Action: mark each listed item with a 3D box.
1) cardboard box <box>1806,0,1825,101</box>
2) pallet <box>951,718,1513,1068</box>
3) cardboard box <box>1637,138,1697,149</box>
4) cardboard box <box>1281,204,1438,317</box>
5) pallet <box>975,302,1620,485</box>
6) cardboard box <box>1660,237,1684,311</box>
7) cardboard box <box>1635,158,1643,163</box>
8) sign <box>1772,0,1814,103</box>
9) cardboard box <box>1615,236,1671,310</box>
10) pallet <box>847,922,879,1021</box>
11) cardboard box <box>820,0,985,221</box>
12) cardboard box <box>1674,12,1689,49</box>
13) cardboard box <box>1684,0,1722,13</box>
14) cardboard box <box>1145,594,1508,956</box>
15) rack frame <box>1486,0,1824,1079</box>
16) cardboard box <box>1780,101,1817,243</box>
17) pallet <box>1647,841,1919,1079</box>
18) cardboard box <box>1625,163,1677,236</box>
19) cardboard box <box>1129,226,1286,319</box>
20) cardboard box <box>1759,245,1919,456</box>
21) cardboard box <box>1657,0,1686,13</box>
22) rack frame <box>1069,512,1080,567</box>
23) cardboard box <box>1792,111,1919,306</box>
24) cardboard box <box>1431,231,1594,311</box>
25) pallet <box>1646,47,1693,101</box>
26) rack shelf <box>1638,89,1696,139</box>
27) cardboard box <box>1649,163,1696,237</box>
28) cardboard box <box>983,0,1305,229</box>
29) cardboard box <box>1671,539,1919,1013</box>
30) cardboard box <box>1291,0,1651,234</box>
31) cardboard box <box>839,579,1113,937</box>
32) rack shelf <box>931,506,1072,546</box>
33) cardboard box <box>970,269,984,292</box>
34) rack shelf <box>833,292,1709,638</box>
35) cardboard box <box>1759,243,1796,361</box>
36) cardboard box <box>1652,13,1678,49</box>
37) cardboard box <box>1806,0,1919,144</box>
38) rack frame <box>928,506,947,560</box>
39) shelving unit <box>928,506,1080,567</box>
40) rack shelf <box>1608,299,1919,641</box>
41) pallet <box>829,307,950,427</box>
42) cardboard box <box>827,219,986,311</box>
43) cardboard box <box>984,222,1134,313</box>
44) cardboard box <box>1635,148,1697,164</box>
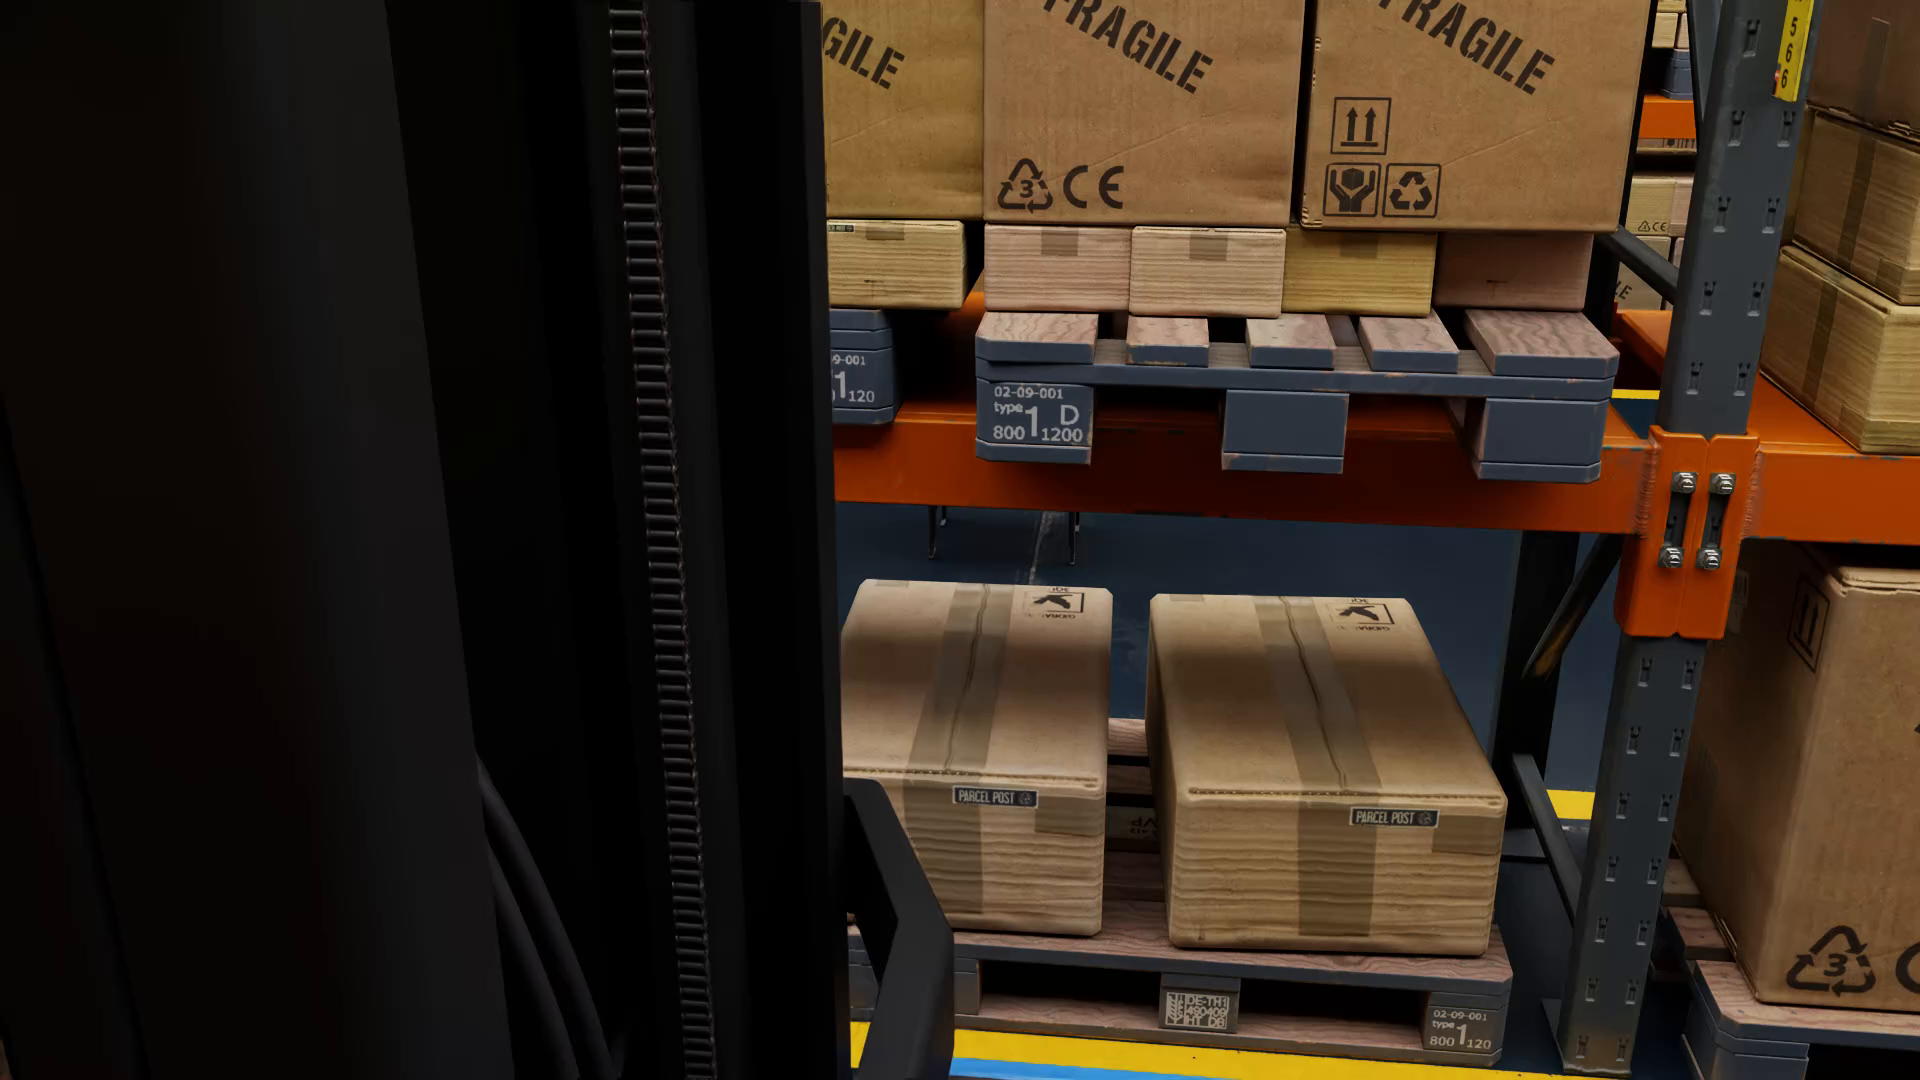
[{"bbox_3d":[1.855,-1.107,3.163,0.500,0.500,0.500,2,22,5],"label":"cardboard box"},{"bbox_3d":[0.535,0.740,3.780,1.213,0.211,1.003,2,22,6],"label":"pallet"},{"bbox_3d":[4.924,-3.233,12.356,0.875,0.875,1.225,2,22,4],"label":"cardboard box"},{"bbox_3d":[0.683,-0.514,2.930,0.250,0.149,0.380,3,22,7],"label":"cardboard box"},{"bbox_3d":[0.591,-0.425,3.195,1.003,0.211,1.213,2,22,6],"label":"pallet"},{"bbox_3d":[3.476,-1.202,7.728,0.500,0.500,0.500,2,22,5],"label":"cardboard box"},{"bbox_3d":[3.006,-1.763,8.129,0.500,0.250,0.500,3,22,7],"label":"cardboard box"},{"bbox_3d":[1.257,-0.825,2.480,0.005,0.325,0.100,2,22,6],"label":"sign"},{"bbox_3d":[2.965,-1.222,7.780,0.500,0.500,0.500,3,22,7],"label":"cardboard box"},{"bbox_3d":[-0.673,0.687,3.916,1.213,0.211,1.003,2,22,6],"label":"pallet"},{"bbox_3d":[-0.189,-0.860,2.923,0.500,0.500,0.500,1,22,3],"label":"cardboard box"},{"bbox_3d":[3.281,-2.274,7.383,0.250,0.149,0.380,3,22,8],"label":"cardboard box"},{"bbox_3d":[3.282,-2.413,7.329,0.250,0.149,0.380,3,22,6],"label":"cardboard box"},{"bbox_3d":[0.751,0.477,3.657,0.625,0.372,0.950,1,22,3],"label":"cardboard box"},{"bbox_3d":[1.311,-0.522,3.180,0.127,3.000,1.000,2,22,6],"label":"rack frame"},{"bbox_3d":[1.822,-0.756,3.297,0.500,0.250,0.500,2,22,6],"label":"cardboard box"},{"bbox_3d":[2.085,0.836,3.537,1.213,0.211,1.003,2,22,6],"label":"pallet"},{"bbox_3d":[2.953,-1.575,7.653,0.500,0.250,0.500,2,22,6],"label":"cardboard box"},{"bbox_3d":[0.428,-0.508,2.916,0.250,0.149,0.380,2,22,6],"label":"cardboard box"},{"bbox_3d":[1.767,-0.339,2.922,0.500,0.250,0.500,2,22,5],"label":"cardboard box"},{"bbox_3d":[3.035,-2.424,7.357,0.250,0.149,0.380,3,22,7],"label":"cardboard box"},{"bbox_3d":[0.407,-0.959,5.509,0.015,2.100,0.400,2,22,6],"label":"rack frame"},{"bbox_3d":[1.785,-0.573,2.832,0.500,0.250,0.500,2,22,6],"label":"cardboard box"},{"bbox_3d":[0.958,-0.529,2.968,0.250,0.149,0.380,3,22,8],"label":"cardboard box"},{"bbox_3d":[3.764,-2.174,7.619,1.213,0.211,1.003,2,22,6],"label":"pallet"},{"bbox_3d":[3.779,-1.912,7.676,4.000,0.370,1.077,2,22,6],"label":"rack shelf"},{"bbox_3d":[3.443,-1.549,7.587,0.500,0.250,0.500,3,22,7],"label":"cardboard box"},{"bbox_3d":[0.312,-0.839,2.869,0.500,0.500,0.500,2,22,5],"label":"cardboard box"},{"bbox_3d":[1.987,0.331,3.341,0.875,0.875,0.875,2,22,6],"label":"cardboard box"},{"bbox_3d":[0.827,-0.820,2.823,0.500,0.500,0.500,2,22,5],"label":"cardboard box"},{"bbox_3d":[0.017,0.448,3.730,0.625,0.372,0.950,2,22,5],"label":"cardboard box"},{"bbox_3d":[0.164,-0.306,5.798,0.480,0.518,0.431,2,22,6],"label":"rack shelf"},{"bbox_3d":[0.331,-1.578,8.341,0.750,0.750,1.050,3,22,7],"label":"cardboard box"},{"bbox_3d":[-0.675,-0.274,3.531,4.000,0.370,1.077,2,22,6],"label":"rack shelf"},{"bbox_3d":[1.844,-0.525,3.392,0.500,0.250,0.500,2,22,4],"label":"cardboard box"},{"bbox_3d":[3.016,-2.285,7.409,0.250,0.149,0.380,3,22,9],"label":"cardboard box"},{"bbox_3d":[1.772,-0.923,2.698,0.500,0.500,0.500,2,22,5],"label":"cardboard box"},{"bbox_3d":[-0.078,-0.980,5.562,0.015,2.100,0.400,2,22,6],"label":"rack frame"},{"bbox_3d":[0.164,-0.969,5.536,0.503,2.100,0.431,2,22,6],"label":"shelving unit"},{"bbox_3d":[3.297,-0.101,3.094,4.000,0.370,1.077,2,22,6],"label":"rack shelf"},{"bbox_3d":[-0.660,-0.503,3.394,1.213,0.211,1.003,2,22,6],"label":"pallet"},{"bbox_3d":[-0.096,-0.529,2.969,0.250,0.149,0.380,3,22,7],"label":"cardboard box"},{"bbox_3d":[0.179,-0.522,2.951,0.250,0.149,0.380,1,22,4],"label":"cardboard box"},{"bbox_3d":[3.509,-1.736,8.059,0.500,0.250,0.500,3,22,8],"label":"cardboard box"}]
